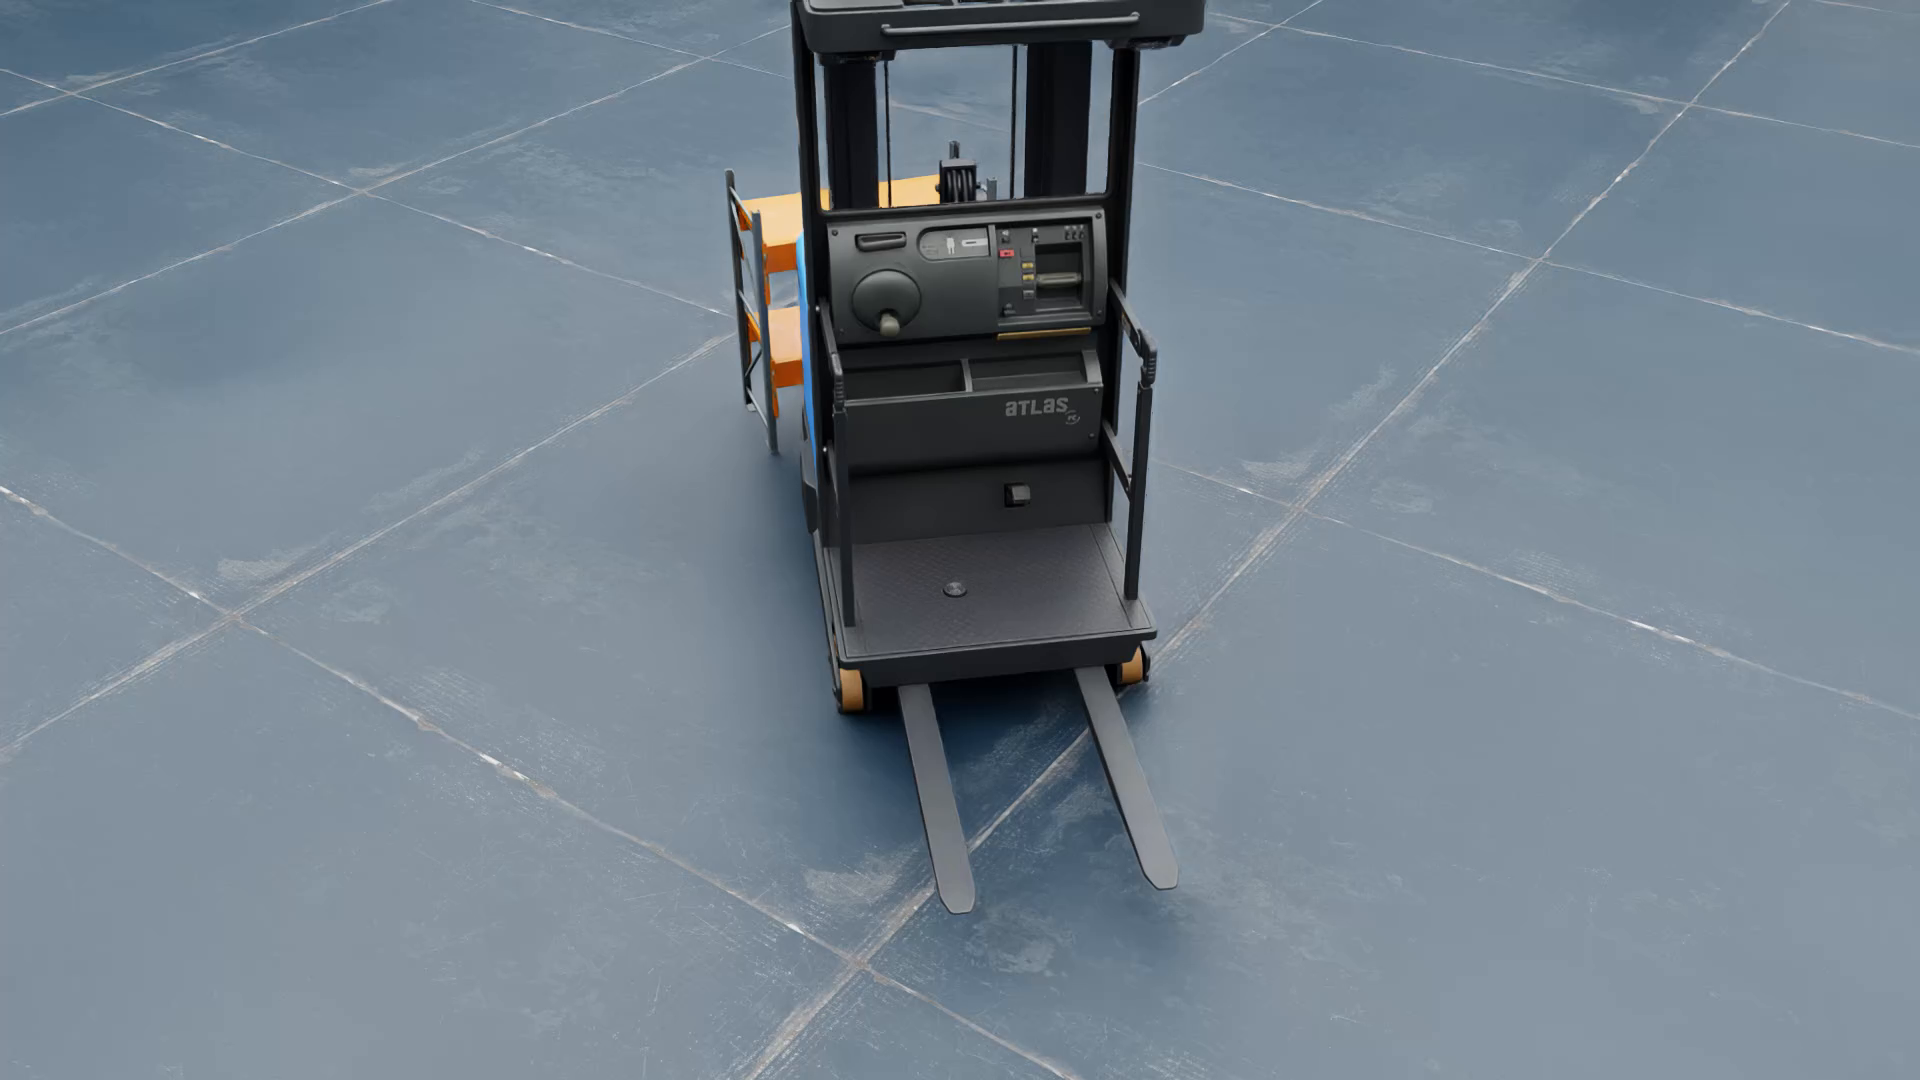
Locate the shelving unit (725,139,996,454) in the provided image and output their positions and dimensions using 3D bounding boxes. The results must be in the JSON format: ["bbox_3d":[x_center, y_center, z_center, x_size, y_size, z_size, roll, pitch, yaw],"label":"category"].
[{"bbox_3d":[-0.424,-1.079,7.341,1.048,1.125,0.538,-12,36,-17],"label":"shelving unit"}]

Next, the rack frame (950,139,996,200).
[{"bbox_3d":[0.054,-1.176,7.485,0.032,1.125,0.500,-12,36,-17],"label":"rack frame"}]

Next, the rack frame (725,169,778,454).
[{"bbox_3d":[-0.901,-0.981,7.196,0.032,1.125,0.500,-12,36,-17],"label":"rack frame"}]

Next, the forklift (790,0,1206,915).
[{"bbox_3d":[0.066,-0.824,5.352,1.130,2.935,3.031,-5,34,-8],"label":"forklift"}]

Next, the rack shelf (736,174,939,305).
[{"bbox_3d":[-0.424,-1.321,7.177,1.000,0.278,0.538,-12,36,-17],"label":"rack shelf"}]

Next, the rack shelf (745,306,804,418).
[{"bbox_3d":[-0.424,-0.876,7.478,1.000,0.278,0.538,-12,36,-17],"label":"rack shelf"}]
